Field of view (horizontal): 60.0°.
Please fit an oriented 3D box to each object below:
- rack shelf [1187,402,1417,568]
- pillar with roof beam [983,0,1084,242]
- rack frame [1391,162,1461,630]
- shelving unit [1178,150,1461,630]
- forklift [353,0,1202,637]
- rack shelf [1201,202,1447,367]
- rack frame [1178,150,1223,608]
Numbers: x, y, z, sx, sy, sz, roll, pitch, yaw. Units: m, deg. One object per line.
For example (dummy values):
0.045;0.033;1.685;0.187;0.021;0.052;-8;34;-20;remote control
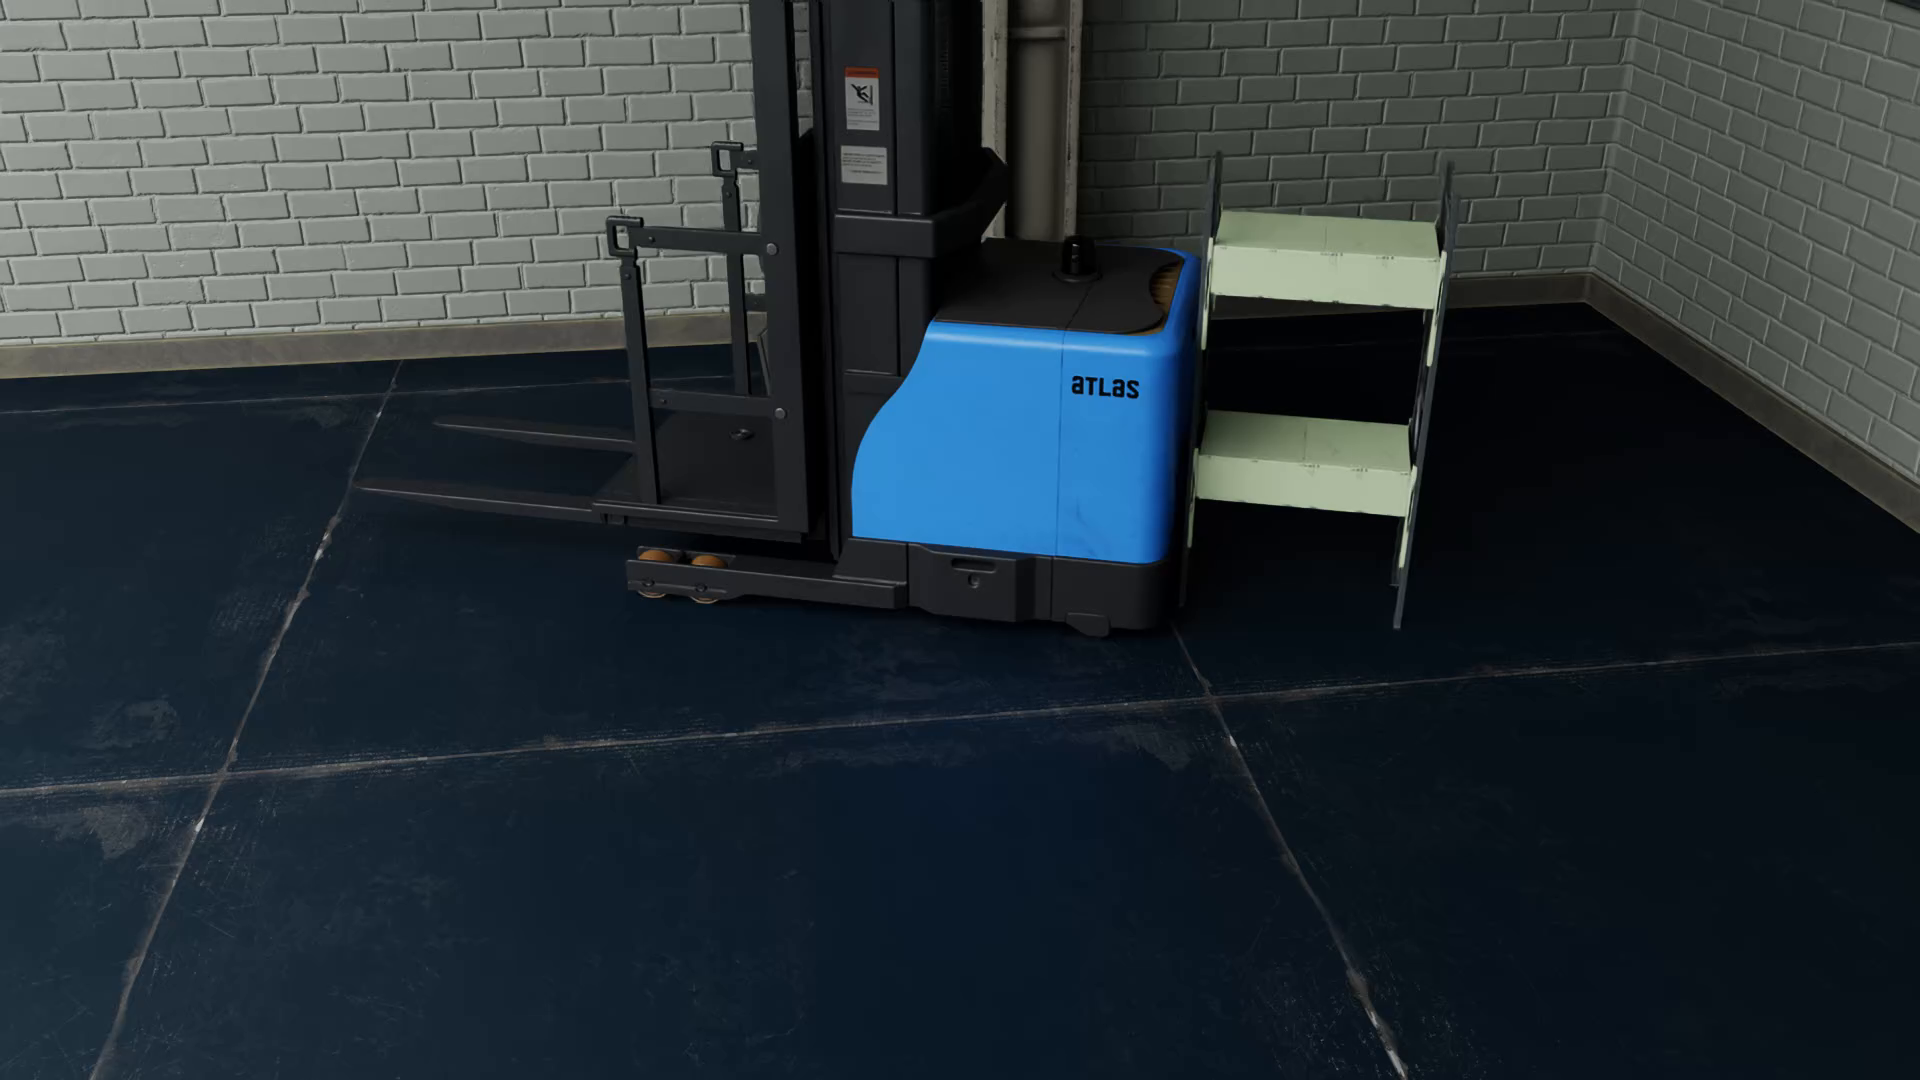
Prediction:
1.170;-0.197;5.705;0.720;0.370;0.431;5;28;11;rack shelf
0.931;-3.056;2.349;0.400;9.000;9.100;-4;27;-7;pillar with roof beam
1.528;-0.453;5.489;0.023;1.500;0.400;5;28;11;rack frame
1.170;-0.487;5.556;0.755;1.500;0.431;5;28;11;shelving unit
-0.698;-1.310;5.592;3.031;2.935;1.130;5;28;11;forklift
1.170;-0.834;5.378;0.720;0.370;0.431;5;28;11;rack shelf
0.812;-0.522;5.624;0.023;1.500;0.400;5;28;11;rack frame
